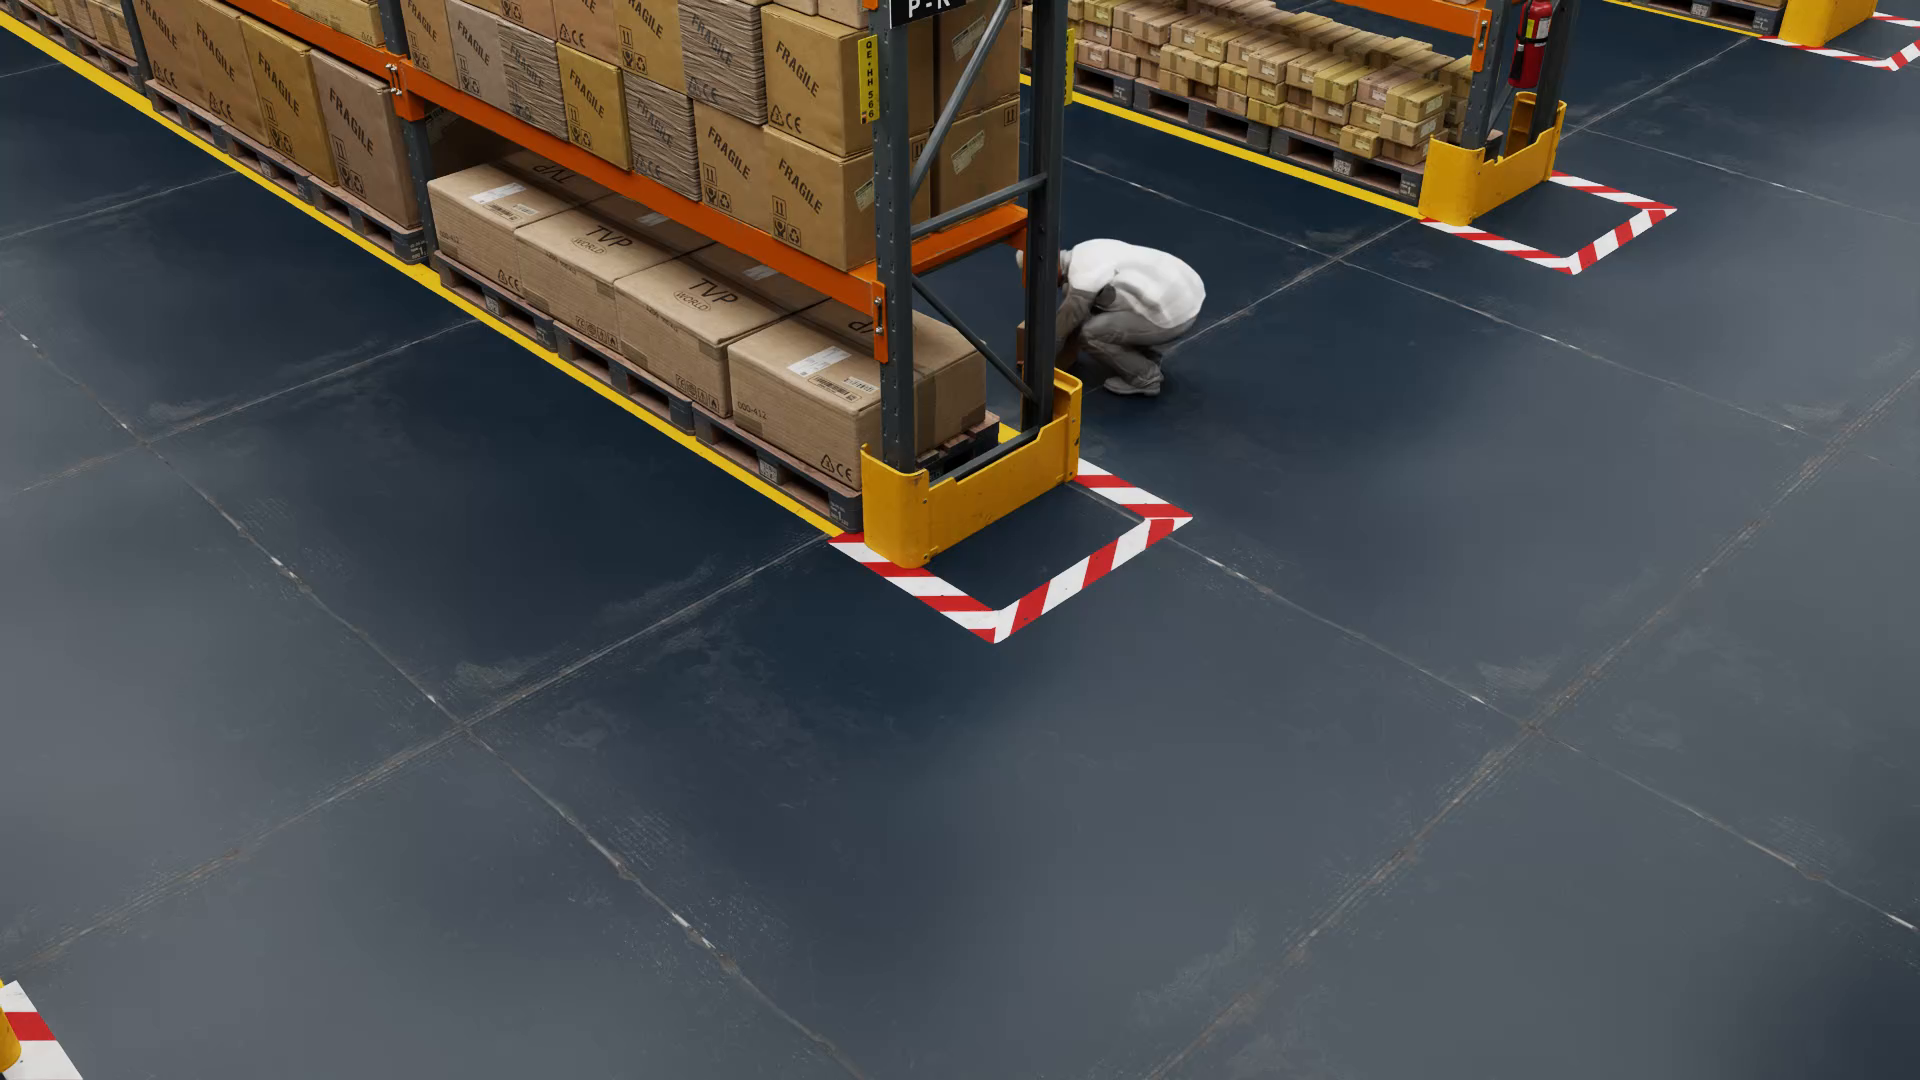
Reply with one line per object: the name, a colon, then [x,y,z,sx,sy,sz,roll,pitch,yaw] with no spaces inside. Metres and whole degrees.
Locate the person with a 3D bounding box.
person: [0.763,-1.177,8.712,0.966,0.802,0.504,10,36,14]
